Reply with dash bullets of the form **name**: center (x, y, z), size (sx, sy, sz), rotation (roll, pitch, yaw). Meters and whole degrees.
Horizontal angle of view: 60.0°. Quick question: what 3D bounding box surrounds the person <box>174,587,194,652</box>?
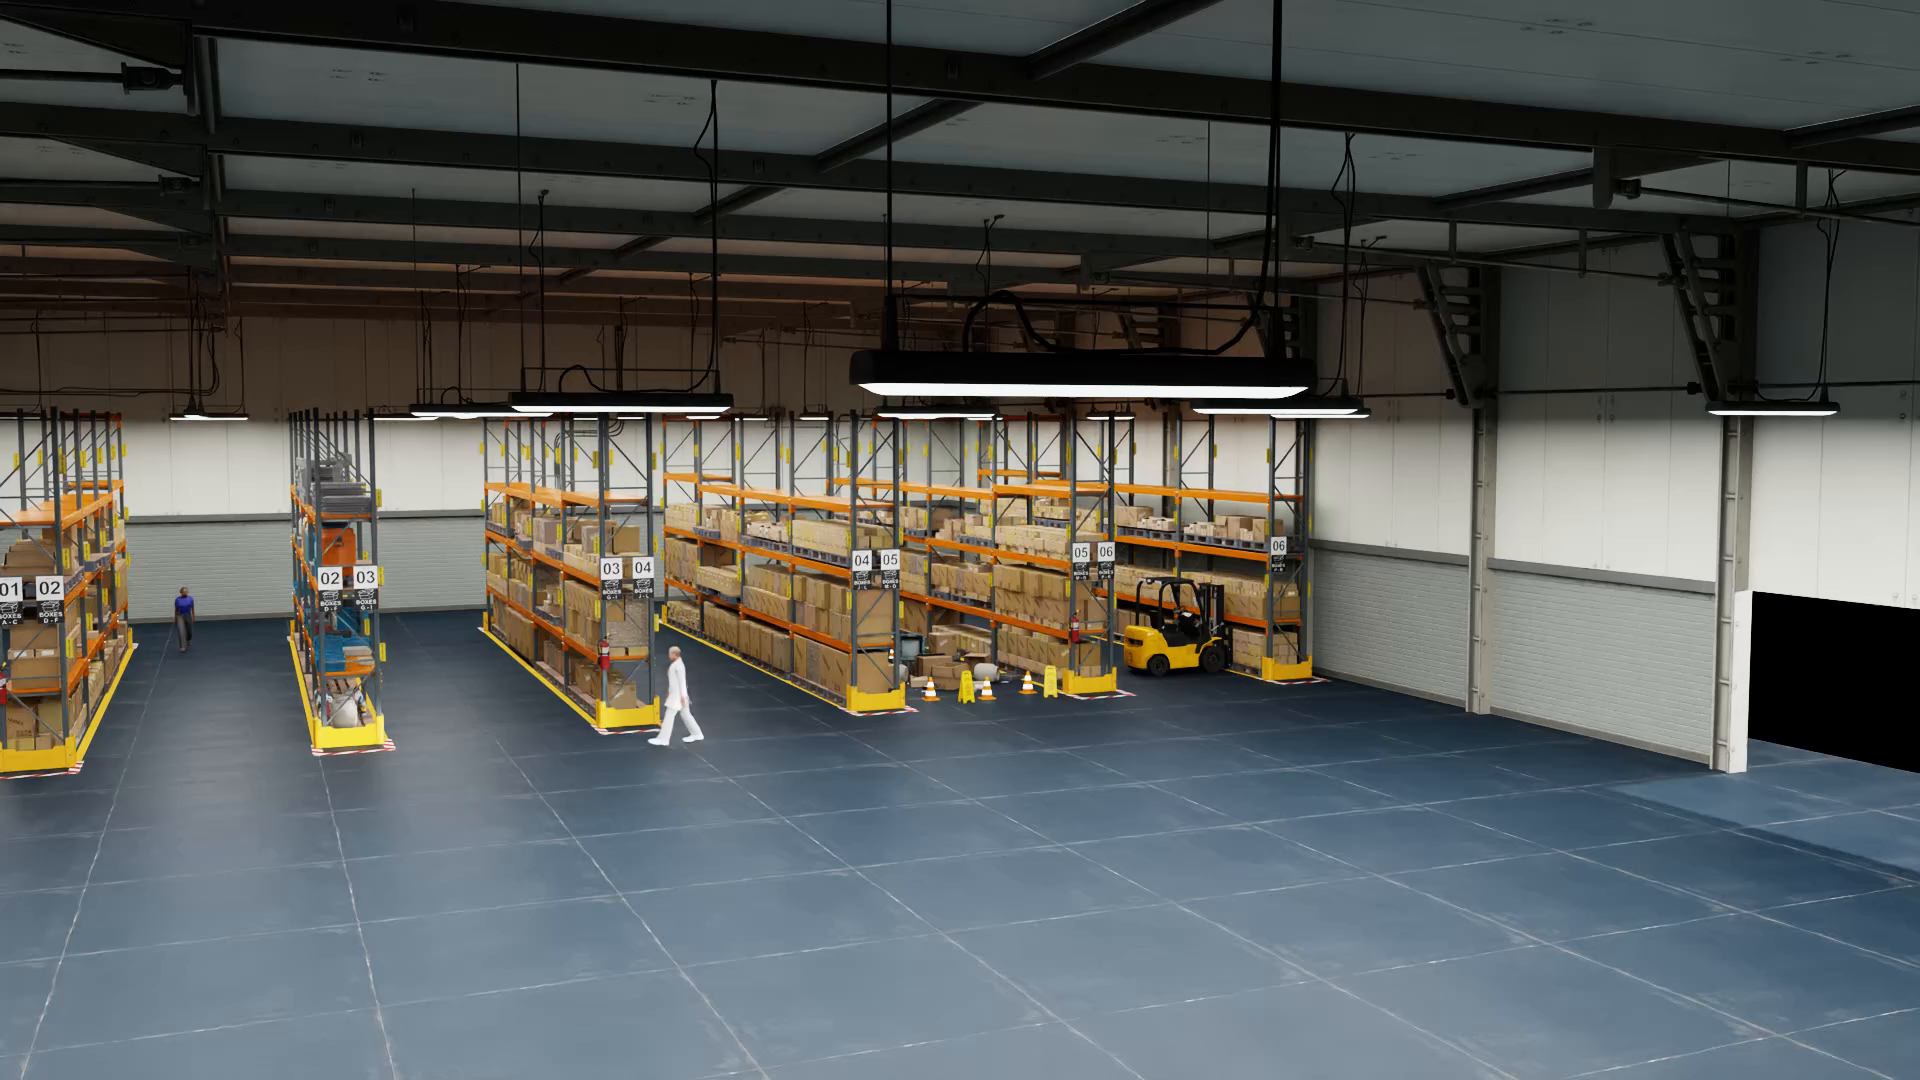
- **person**: center (-19.529, 1.969, 41.885), size (0.450, 1.610, 0.822), rotation (-2, 4, -26)

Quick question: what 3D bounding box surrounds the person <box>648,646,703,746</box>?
- **person**: center (-5.084, 2.768, 29.710), size (0.976, 1.742, 0.609), rotation (-1, 4, -11)

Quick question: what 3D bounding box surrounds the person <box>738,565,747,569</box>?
- **person**: center (-6.640, 1.315, 50.423), size (0.893, 1.767, 0.607), rotation (-4, 6, -44)
